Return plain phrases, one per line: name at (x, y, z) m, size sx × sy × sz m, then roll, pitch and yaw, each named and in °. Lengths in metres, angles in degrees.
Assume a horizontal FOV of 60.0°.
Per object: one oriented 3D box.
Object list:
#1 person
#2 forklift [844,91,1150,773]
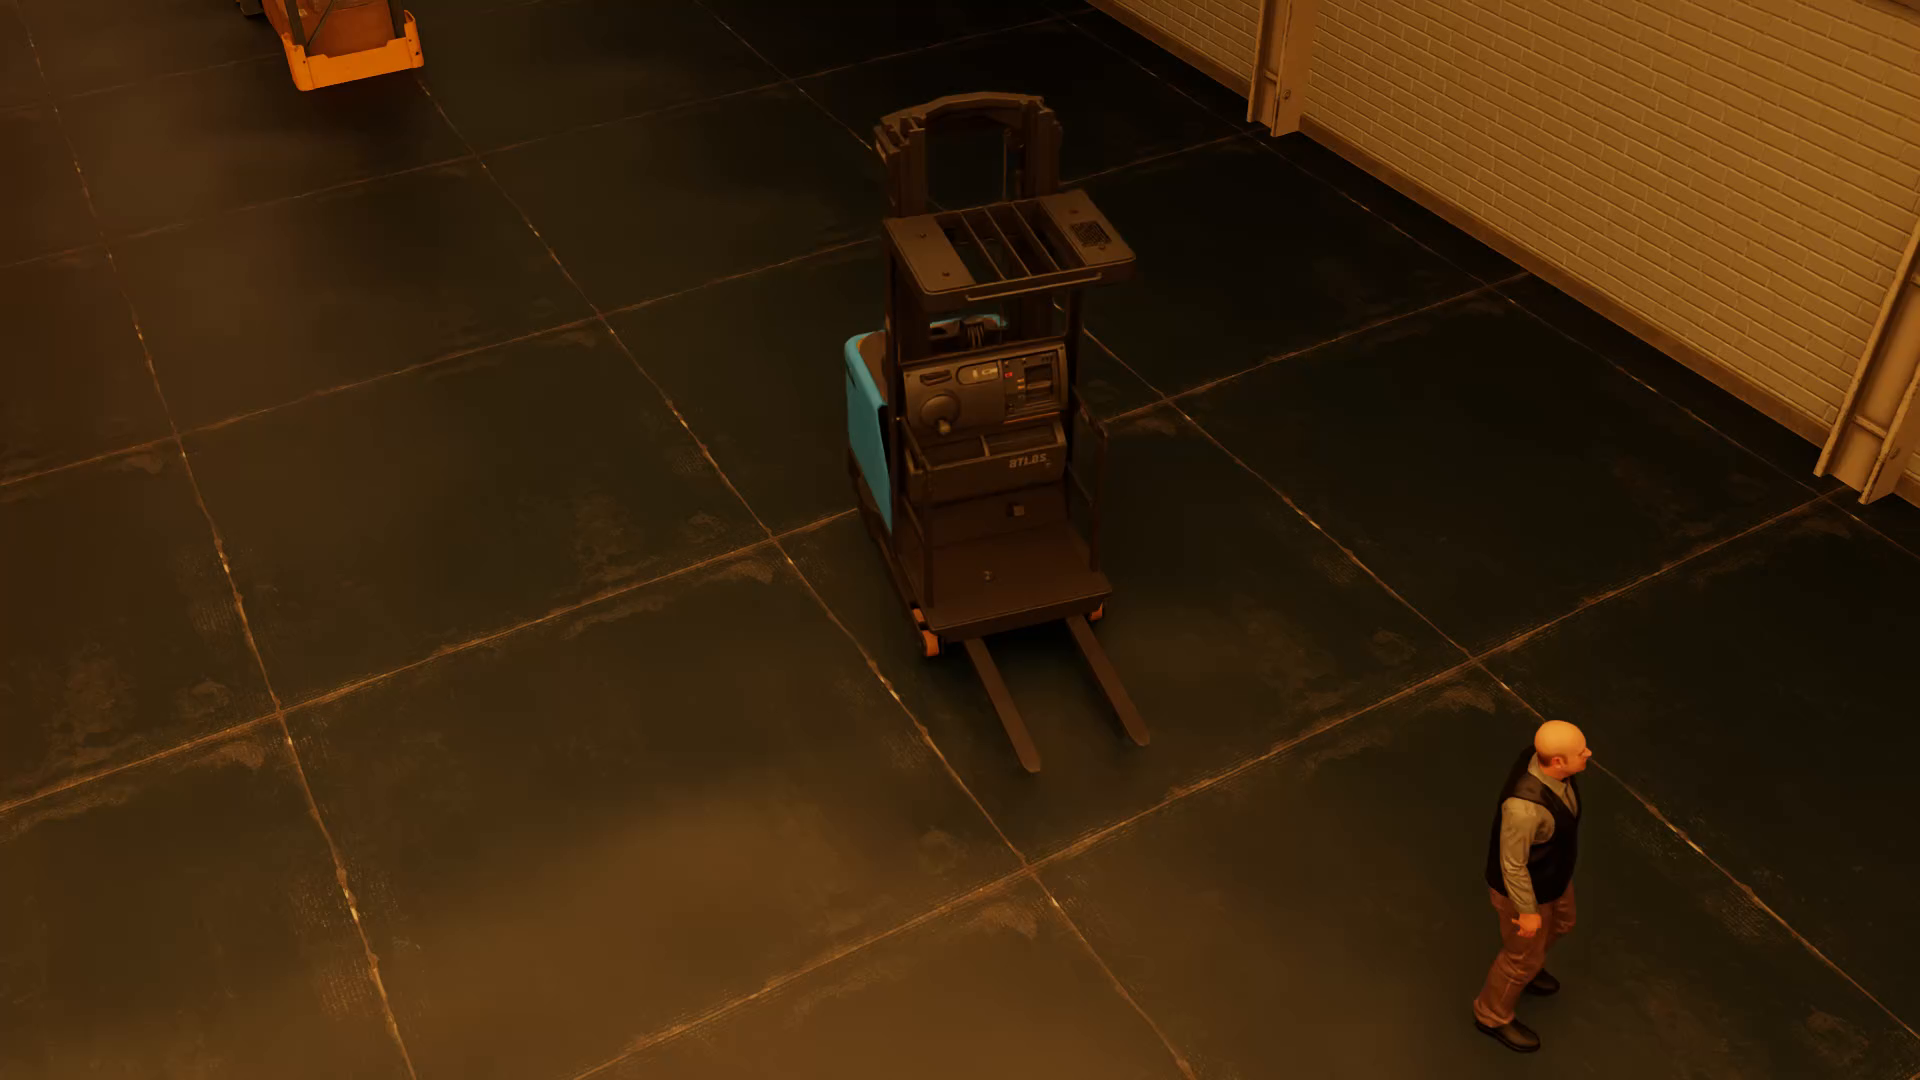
person at (2.509, 1.464, 7.218) m, size 0.491 × 1.722 × 0.616 m, roll 19°, pitch 43°, yaw 21°
forklift at (0.214, -0.747, 8.937) m, size 1.130 × 2.935 × 3.031 m, roll -12°, pitch 41°, yaw -14°
